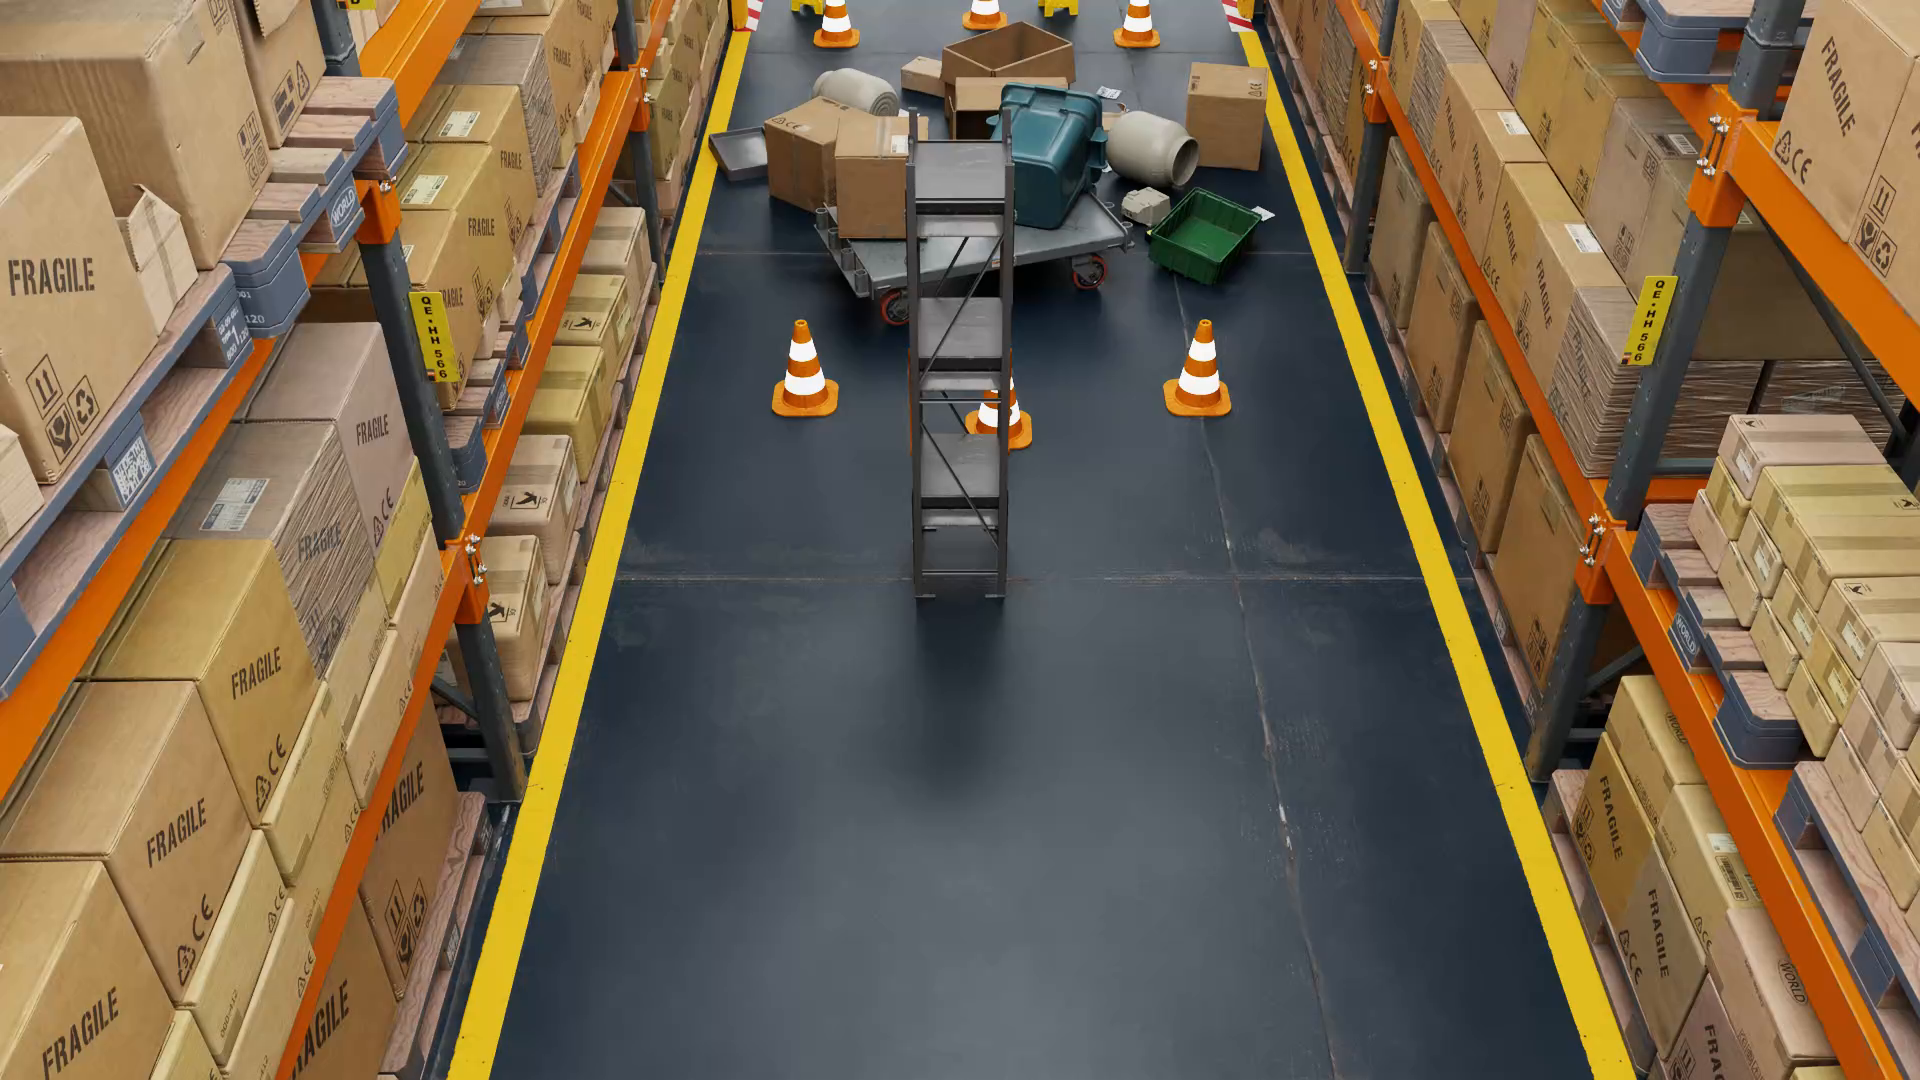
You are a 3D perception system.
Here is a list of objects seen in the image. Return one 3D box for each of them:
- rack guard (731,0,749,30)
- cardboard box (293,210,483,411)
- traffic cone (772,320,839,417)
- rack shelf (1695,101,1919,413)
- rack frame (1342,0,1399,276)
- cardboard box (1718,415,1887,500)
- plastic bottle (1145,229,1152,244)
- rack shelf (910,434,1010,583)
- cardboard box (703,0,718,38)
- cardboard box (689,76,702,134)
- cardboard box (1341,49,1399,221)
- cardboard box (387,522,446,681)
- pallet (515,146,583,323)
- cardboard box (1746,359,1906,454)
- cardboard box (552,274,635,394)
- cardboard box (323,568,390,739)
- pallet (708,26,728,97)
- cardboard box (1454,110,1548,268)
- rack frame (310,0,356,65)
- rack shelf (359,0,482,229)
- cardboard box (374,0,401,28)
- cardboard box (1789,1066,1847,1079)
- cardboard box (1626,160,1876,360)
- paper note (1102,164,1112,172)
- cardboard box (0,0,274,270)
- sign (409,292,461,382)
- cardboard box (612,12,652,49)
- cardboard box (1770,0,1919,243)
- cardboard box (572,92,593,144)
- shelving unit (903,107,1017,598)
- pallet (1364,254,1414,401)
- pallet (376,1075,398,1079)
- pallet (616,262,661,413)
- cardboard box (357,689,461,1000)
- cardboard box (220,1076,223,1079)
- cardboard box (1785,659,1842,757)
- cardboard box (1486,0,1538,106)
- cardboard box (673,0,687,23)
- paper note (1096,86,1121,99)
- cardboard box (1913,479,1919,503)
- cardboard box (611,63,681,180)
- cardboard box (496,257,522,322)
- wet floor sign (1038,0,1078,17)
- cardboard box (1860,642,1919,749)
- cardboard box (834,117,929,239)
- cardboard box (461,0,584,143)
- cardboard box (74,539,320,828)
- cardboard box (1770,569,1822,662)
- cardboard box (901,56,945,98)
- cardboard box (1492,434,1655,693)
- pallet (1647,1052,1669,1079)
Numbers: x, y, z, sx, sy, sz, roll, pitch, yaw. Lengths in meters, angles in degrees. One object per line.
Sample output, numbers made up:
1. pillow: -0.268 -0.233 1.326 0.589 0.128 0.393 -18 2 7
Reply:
1. rack guard: -2.211 -4.160 12.541 1.175 0.500 0.348 0 39 0
2. cardboard box: -1.971 -0.781 5.672 0.500 0.500 0.500 -1 39 -1
3. traffic cone: -0.805 -0.917 8.524 0.336 0.463 0.334 0 39 0
4. rack shelf: 2.750 0.114 3.386 1.077 0.370 4.000 0 39 0
5. rack frame: 2.743 -2.748 8.781 1.000 3.000 0.127 0 39 0
6. cardboard box: 2.555 -0.253 5.056 0.380 0.149 0.250 0 39 0
7. plastic bottle: 1.234 -1.773 9.914 0.133 0.061 0.283 -20 43 -23
8. rack shelf: 0.000 -0.159 7.410 0.431 0.518 0.480 0 39 0
9. cardboard box: -1.945 -3.739 11.281 0.500 0.500 0.500 1 39 2
10. cardboard box: -1.952 -2.807 10.717 0.500 0.250 0.500 -1 39 -1
11. cardboard box: 2.813 -2.476 9.805 0.875 0.875 0.875 1 39 1
12. cardboard box: -1.942 0.195 5.228 0.500 0.250 0.500 -1 39 -2
13. pallet: -2.245 -1.343 7.181 1.003 0.211 1.213 0 39 0
14. cardboard box: 3.017 -0.567 5.979 0.500 0.500 0.500 0 39 0
15. cardboard box: -2.199 -1.042 8.417 0.950 0.372 0.625 2 39 3
16. cardboard box: -1.943 0.307 4.689 0.500 0.250 0.500 -1 39 -1
17. pallet: -2.245 -3.539 11.997 1.003 0.211 1.213 0 39 0
18. cardboard box: 2.475 -1.512 7.158 0.500 0.500 0.500 1 39 1
19. rack frame: -2.202 -2.521 3.700 1.000 3.000 0.127 0 39 0
20. rack shelf: -2.204 -2.320 6.424 1.077 0.370 4.000 0 39 0
21. cardboard box: -2.193 -1.982 5.346 0.700 0.500 0.500 0 39 0
22. cardboard box: 2.497 1.656 4.348 0.500 0.250 0.500 -2 39 -2
23. cardboard box: 2.757 -0.957 5.666 0.700 0.500 0.500 0 39 0
24. paper note: 0.912 -2.434 10.770 0.172 0.023 0.155 13 40 15
25. cardboard box: -2.011 -0.934 3.703 0.700 0.500 0.500 -2 39 -2
26. sign: -1.647 -0.634 5.217 0.100 0.325 0.005 0 39 0
27. cardboard box: -1.886 -2.781 9.022 0.380 0.149 0.250 0 39 0
28. cardboard box: 2.483 -1.099 4.244 0.500 0.500 0.500 0 39 0
29. cardboard box: -1.907 -1.940 7.638 0.380 0.149 0.250 0 39 0
30. shelving unit: 0.000 -0.716 6.964 0.431 2.100 0.503 0 39 0
31. pallet: 2.820 -1.178 9.051 1.003 0.211 1.213 0 39 0
32. pallet: -2.278 2.162 4.883 1.003 0.211 1.213 0 39 0
33. pallet: -2.204 -1.106 8.962 1.003 0.211 1.213 0 39 0
34. cardboard box: -2.284 0.917 5.570 0.875 0.875 0.875 0 39 0
35. cardboard box: -1.921 1.460 3.649 0.500 0.250 0.500 0 39 0
36. cardboard box: 2.549 0.473 4.627 0.380 0.149 0.250 2 39 2
37. cardboard box: 2.753 -2.229 7.254 0.700 0.500 0.500 0 39 0
38. cardboard box: -1.883 -3.255 10.158 0.380 0.149 0.250 2 39 3
39. paper note: 1.043 -3.135 11.638 0.144 0.017 0.142 13 40 15
40. cardboard box: 3.204 -0.120 5.128 0.380 0.149 0.250 1 39 1
41. cardboard box: -1.937 -2.434 9.652 0.500 0.500 0.500 2 39 2
42. cardboard box: -1.917 -0.969 6.426 0.380 0.149 0.250 0 39 0
43. wet floor sign: 0.759 -4.348 12.659 0.267 0.644 0.232 -6 39 -8
44. cardboard box: 2.556 0.401 4.241 0.380 0.149 0.250 2 39 2
45. cardboard box: -0.427 -2.021 9.267 0.500 0.500 0.500 0 39 0
46. cardboard box: -1.980 -2.079 7.292 0.500 0.500 0.500 1 39 1
47. cardboard box: -1.937 0.345 4.041 0.500 0.500 0.500 0 39 0
48. cardboard box: 2.554 0.210 4.716 0.380 0.149 0.250 -1 39 -1
49. cardboard box: -0.190 -3.253 11.690 0.380 0.149 0.250 20 43 23
50. cardboard box: 2.837 0.086 6.707 1.050 0.750 0.750 -1 39 -1
51. pallet: 2.746 2.091 4.972 1.003 0.211 1.213 0 39 0
